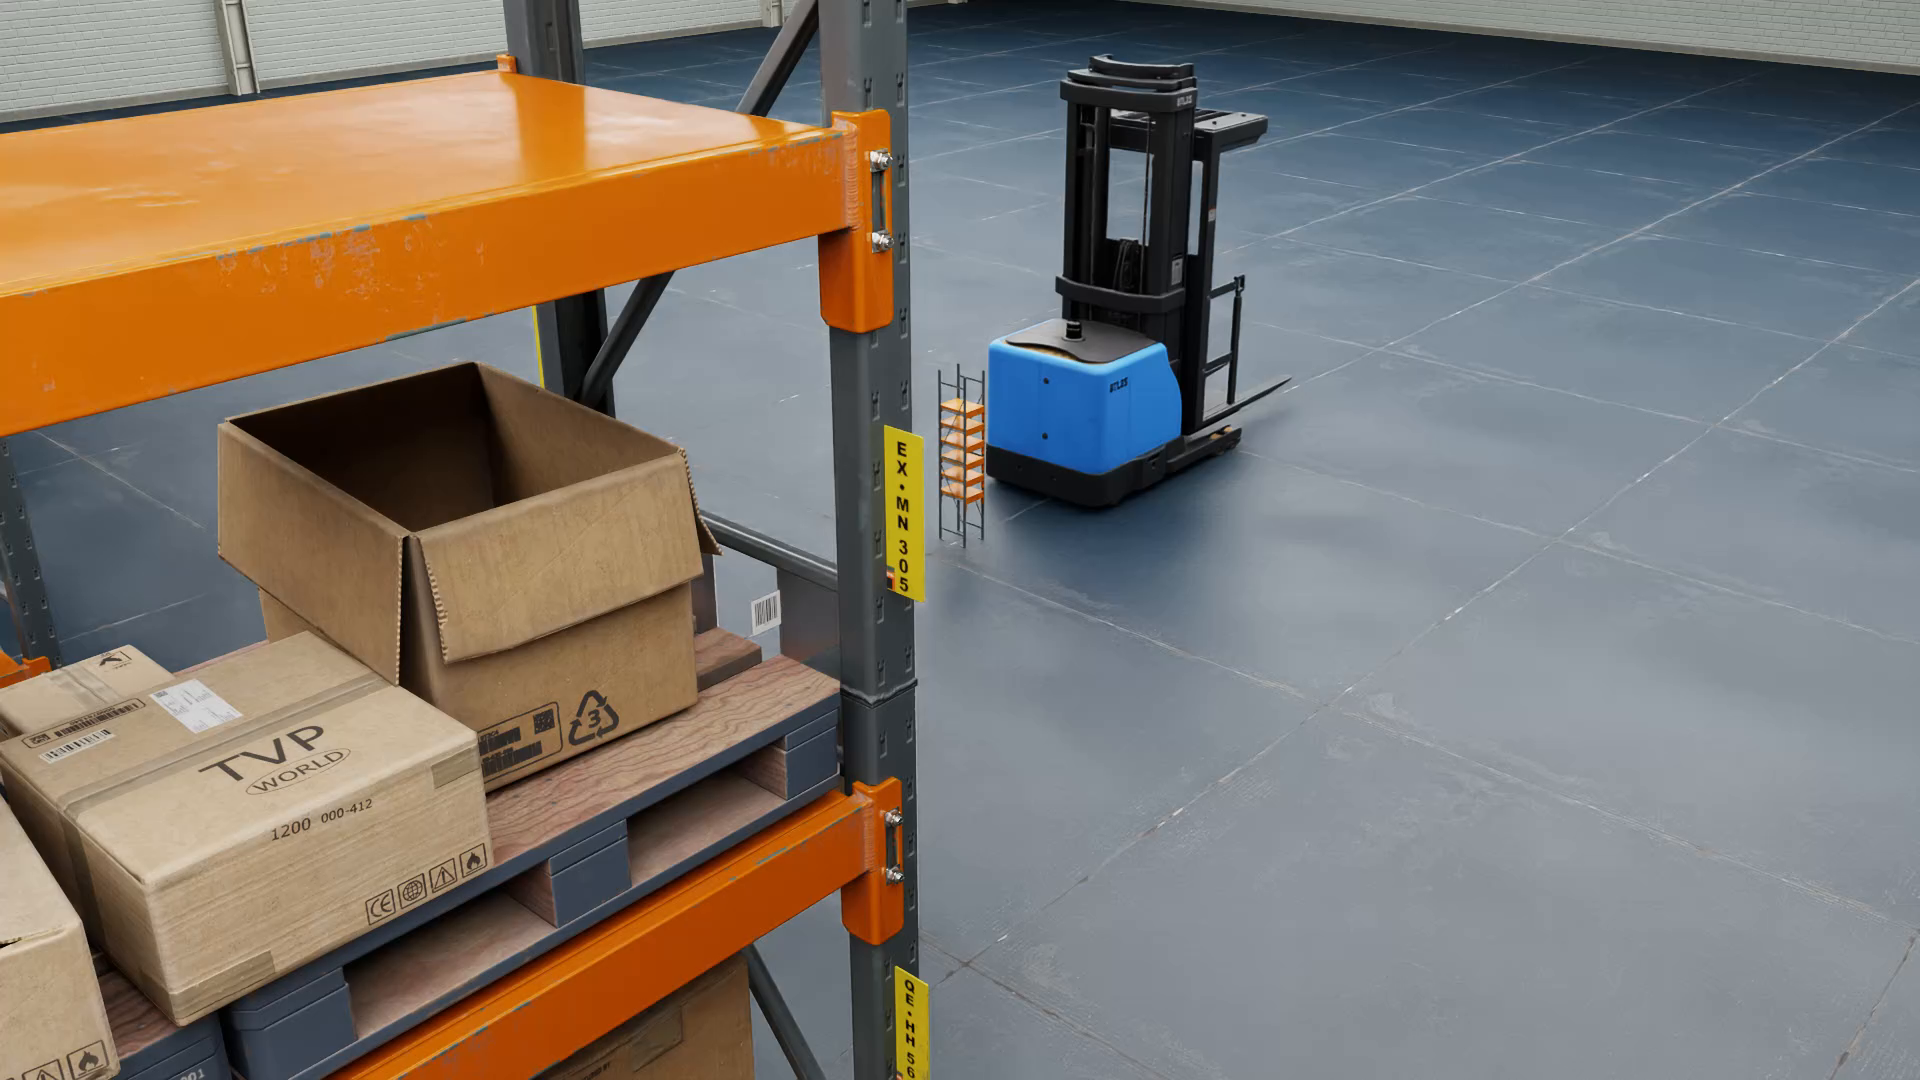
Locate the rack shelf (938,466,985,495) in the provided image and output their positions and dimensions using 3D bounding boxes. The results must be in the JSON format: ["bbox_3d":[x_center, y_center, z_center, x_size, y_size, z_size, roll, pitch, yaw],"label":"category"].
[{"bbox_3d":[0.010,-0.402,11.082,0.258,0.103,0.180,20,31,38],"label":"rack shelf"}]

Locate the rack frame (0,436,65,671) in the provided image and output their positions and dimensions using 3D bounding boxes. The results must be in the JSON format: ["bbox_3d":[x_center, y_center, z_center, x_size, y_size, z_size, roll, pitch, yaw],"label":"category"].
[{"bbox_3d":[-4.184,0.184,7.172,1.000,3.000,0.127,20,31,38],"label":"rack frame"}]

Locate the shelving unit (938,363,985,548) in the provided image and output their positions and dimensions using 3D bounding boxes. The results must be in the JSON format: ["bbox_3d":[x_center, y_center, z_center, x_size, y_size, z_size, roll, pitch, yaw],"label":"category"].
[{"bbox_3d":[0.010,-0.552,11.014,0.258,1.200,0.189,20,31,38],"label":"shelving unit"}]

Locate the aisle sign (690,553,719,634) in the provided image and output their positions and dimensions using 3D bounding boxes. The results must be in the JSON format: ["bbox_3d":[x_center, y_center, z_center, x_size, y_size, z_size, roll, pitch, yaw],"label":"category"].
[{"bbox_3d":[-0.682,0.248,3.852,0.394,0.787,0.004,20,31,38],"label":"aisle sign"}]

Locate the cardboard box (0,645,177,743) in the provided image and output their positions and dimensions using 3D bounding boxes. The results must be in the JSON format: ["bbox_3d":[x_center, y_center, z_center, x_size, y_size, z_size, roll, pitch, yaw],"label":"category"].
[{"bbox_3d":[-1.415,0.339,2.784,0.380,0.149,0.250,20,31,38],"label":"cardboard box"}]

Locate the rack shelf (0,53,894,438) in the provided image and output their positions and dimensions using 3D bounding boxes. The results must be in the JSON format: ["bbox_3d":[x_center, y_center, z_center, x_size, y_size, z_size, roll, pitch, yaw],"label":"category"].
[{"bbox_3d":[-1.833,-0.079,1.796,1.077,0.370,4.000,20,31,38],"label":"rack shelf"}]

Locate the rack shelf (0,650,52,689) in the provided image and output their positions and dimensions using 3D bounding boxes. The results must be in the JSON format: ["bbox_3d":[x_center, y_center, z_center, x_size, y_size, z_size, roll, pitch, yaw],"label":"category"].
[{"bbox_3d":[-5.519,1.122,5.960,1.077,0.370,4.000,20,31,38],"label":"rack shelf"}]

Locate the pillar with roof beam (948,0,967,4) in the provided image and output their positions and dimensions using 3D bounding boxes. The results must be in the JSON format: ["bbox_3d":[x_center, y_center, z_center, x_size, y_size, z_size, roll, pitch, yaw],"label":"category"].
[{"bbox_3d":[3.141,-15.964,35.856,9.100,9.000,0.400,20,31,38],"label":"pillar with roof beam"}]

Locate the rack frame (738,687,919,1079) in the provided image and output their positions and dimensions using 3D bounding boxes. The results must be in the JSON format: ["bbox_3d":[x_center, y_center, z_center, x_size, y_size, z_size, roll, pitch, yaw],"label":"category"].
[{"bbox_3d":[-0.498,1.538,4.153,1.000,3.000,0.127,20,31,38],"label":"rack frame"}]

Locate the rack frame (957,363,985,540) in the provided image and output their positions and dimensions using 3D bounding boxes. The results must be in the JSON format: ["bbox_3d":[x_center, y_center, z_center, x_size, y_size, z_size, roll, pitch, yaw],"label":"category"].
[{"bbox_3d":[0.071,-0.580,11.077,0.240,1.200,0.006,20,31,38],"label":"rack frame"}]

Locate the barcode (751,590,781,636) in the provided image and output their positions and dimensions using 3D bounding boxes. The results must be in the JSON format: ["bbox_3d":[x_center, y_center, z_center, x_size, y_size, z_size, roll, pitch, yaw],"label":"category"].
[{"bbox_3d":[-0.340,0.128,2.922,0.001,0.075,0.075,20,31,38],"label":"barcode"}]

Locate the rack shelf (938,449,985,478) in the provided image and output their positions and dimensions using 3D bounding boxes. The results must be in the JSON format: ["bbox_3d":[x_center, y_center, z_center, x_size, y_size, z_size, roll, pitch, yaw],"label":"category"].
[{"bbox_3d":[0.010,-0.511,11.033,0.258,0.103,0.180,20,31,38],"label":"rack shelf"}]

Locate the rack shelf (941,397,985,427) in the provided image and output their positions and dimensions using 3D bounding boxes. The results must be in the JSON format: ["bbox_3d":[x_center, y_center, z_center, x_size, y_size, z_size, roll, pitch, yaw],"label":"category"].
[{"bbox_3d":[0.010,-0.840,10.885,0.258,0.103,0.180,20,31,38],"label":"rack shelf"}]

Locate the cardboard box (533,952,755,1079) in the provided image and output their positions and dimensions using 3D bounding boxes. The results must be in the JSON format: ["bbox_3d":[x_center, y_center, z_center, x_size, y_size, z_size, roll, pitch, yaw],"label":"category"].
[{"bbox_3d":[-0.855,1.055,3.522,0.700,0.500,0.500,20,31,38],"label":"cardboard box"}]

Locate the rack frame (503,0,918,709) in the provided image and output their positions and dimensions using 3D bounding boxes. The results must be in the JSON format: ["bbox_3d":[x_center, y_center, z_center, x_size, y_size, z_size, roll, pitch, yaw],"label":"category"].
[{"bbox_3d":[-0.498,-1.199,2.926,1.000,3.000,0.127,20,31,38],"label":"rack frame"}]

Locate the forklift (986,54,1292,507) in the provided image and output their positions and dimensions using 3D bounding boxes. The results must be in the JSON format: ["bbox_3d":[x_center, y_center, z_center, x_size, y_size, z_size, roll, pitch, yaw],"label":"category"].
[{"bbox_3d":[1.517,-2.097,12.344,1.130,2.935,3.031,19,30,36],"label":"forklift"}]

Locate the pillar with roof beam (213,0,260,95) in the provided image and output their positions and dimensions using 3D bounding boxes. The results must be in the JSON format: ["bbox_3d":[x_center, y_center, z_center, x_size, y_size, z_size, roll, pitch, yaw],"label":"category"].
[{"bbox_3d":[-8.873,-10.480,23.625,9.100,9.000,0.400,20,31,38],"label":"pillar with roof beam"}]

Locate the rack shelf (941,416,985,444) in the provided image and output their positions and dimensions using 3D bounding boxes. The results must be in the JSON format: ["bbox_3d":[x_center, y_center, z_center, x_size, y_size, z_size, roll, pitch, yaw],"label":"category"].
[{"bbox_3d":[0.010,-0.730,10.934,0.258,0.103,0.180,20,31,38],"label":"rack shelf"}]

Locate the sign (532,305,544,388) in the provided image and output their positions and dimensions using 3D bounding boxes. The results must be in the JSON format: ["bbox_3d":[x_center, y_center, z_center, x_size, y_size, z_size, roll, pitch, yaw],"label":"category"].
[{"bbox_3d":[-0.907,-0.419,3.686,0.100,0.325,0.005,20,31,38],"label":"sign"}]

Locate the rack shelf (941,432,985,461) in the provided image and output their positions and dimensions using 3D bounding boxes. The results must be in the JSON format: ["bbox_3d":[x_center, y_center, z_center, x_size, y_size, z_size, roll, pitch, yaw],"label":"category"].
[{"bbox_3d":[0.010,-0.621,10.983,0.258,0.103,0.180,20,31,38],"label":"rack shelf"}]

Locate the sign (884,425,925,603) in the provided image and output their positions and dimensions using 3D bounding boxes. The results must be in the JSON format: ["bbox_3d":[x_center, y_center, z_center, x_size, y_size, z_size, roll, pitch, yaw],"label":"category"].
[{"bbox_3d":[-0.103,-0.046,3.035,0.100,0.325,0.005,20,31,38],"label":"sign"}]

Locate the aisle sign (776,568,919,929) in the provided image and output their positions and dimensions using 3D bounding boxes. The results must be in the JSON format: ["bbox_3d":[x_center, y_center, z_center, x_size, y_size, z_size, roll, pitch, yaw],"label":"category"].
[{"bbox_3d":[-0.236,0.412,3.487,0.394,0.787,0.004,20,31,38],"label":"aisle sign"}]

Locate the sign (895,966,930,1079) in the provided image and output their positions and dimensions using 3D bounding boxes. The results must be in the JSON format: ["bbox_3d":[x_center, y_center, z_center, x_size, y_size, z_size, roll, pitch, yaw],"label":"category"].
[{"bbox_3d":[-0.103,1.054,3.528,0.100,0.325,0.005,20,31,38],"label":"sign"}]

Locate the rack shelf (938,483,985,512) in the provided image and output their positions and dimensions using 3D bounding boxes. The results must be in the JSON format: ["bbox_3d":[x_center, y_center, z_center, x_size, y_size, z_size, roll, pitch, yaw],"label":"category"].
[{"bbox_3d":[0.010,-0.292,11.131,0.258,0.103,0.180,20,31,38],"label":"rack shelf"}]

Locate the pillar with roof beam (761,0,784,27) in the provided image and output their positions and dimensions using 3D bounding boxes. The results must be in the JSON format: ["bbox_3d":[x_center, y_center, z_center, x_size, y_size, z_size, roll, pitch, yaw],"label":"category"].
[{"bbox_3d":[-0.864,-14.136,31.779,9.100,9.000,0.400,20,31,38],"label":"pillar with roof beam"}]

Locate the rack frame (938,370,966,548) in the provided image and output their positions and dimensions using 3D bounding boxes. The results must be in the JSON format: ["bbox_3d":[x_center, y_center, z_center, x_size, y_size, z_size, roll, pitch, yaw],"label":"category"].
[{"bbox_3d":[-0.051,-0.524,10.952,0.240,1.200,0.006,20,31,38],"label":"rack frame"}]

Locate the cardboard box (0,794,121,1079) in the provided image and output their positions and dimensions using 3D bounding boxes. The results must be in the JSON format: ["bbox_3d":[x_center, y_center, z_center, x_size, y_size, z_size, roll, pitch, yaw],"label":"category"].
[{"bbox_3d":[-1.441,0.547,2.122,0.500,0.311,0.500,-20,31,-37],"label":"cardboard box"}]

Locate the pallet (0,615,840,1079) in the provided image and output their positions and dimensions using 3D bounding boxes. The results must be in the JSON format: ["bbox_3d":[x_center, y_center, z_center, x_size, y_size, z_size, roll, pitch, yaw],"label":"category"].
[{"bbox_3d":[-0.989,0.418,3.093,1.003,0.211,1.213,20,31,38],"label":"pallet"}]

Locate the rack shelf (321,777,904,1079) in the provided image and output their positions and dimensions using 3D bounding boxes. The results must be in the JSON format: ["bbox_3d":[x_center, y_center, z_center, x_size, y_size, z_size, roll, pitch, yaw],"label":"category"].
[{"bbox_3d":[-1.833,1.107,2.328,1.077,0.370,4.000,20,31,38],"label":"rack shelf"}]

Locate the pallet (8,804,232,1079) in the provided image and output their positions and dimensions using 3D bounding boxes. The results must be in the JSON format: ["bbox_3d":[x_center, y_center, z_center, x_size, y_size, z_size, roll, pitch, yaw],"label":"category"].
[{"bbox_3d":[-1.803,0.792,2.260,1.003,0.211,1.213,20,31,38],"label":"pallet"}]

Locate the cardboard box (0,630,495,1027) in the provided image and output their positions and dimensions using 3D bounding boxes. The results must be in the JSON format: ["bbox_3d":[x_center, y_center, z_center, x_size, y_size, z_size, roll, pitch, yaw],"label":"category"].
[{"bbox_3d":[-1.070,0.405,2.512,0.500,0.250,0.500,20,31,38],"label":"cardboard box"}]

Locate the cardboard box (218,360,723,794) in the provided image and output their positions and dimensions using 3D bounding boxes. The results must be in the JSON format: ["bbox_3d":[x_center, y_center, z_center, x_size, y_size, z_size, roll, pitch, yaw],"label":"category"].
[{"bbox_3d":[-0.885,0.041,3.016,0.637,0.503,0.797,-22,32,-39],"label":"cardboard box"}]
